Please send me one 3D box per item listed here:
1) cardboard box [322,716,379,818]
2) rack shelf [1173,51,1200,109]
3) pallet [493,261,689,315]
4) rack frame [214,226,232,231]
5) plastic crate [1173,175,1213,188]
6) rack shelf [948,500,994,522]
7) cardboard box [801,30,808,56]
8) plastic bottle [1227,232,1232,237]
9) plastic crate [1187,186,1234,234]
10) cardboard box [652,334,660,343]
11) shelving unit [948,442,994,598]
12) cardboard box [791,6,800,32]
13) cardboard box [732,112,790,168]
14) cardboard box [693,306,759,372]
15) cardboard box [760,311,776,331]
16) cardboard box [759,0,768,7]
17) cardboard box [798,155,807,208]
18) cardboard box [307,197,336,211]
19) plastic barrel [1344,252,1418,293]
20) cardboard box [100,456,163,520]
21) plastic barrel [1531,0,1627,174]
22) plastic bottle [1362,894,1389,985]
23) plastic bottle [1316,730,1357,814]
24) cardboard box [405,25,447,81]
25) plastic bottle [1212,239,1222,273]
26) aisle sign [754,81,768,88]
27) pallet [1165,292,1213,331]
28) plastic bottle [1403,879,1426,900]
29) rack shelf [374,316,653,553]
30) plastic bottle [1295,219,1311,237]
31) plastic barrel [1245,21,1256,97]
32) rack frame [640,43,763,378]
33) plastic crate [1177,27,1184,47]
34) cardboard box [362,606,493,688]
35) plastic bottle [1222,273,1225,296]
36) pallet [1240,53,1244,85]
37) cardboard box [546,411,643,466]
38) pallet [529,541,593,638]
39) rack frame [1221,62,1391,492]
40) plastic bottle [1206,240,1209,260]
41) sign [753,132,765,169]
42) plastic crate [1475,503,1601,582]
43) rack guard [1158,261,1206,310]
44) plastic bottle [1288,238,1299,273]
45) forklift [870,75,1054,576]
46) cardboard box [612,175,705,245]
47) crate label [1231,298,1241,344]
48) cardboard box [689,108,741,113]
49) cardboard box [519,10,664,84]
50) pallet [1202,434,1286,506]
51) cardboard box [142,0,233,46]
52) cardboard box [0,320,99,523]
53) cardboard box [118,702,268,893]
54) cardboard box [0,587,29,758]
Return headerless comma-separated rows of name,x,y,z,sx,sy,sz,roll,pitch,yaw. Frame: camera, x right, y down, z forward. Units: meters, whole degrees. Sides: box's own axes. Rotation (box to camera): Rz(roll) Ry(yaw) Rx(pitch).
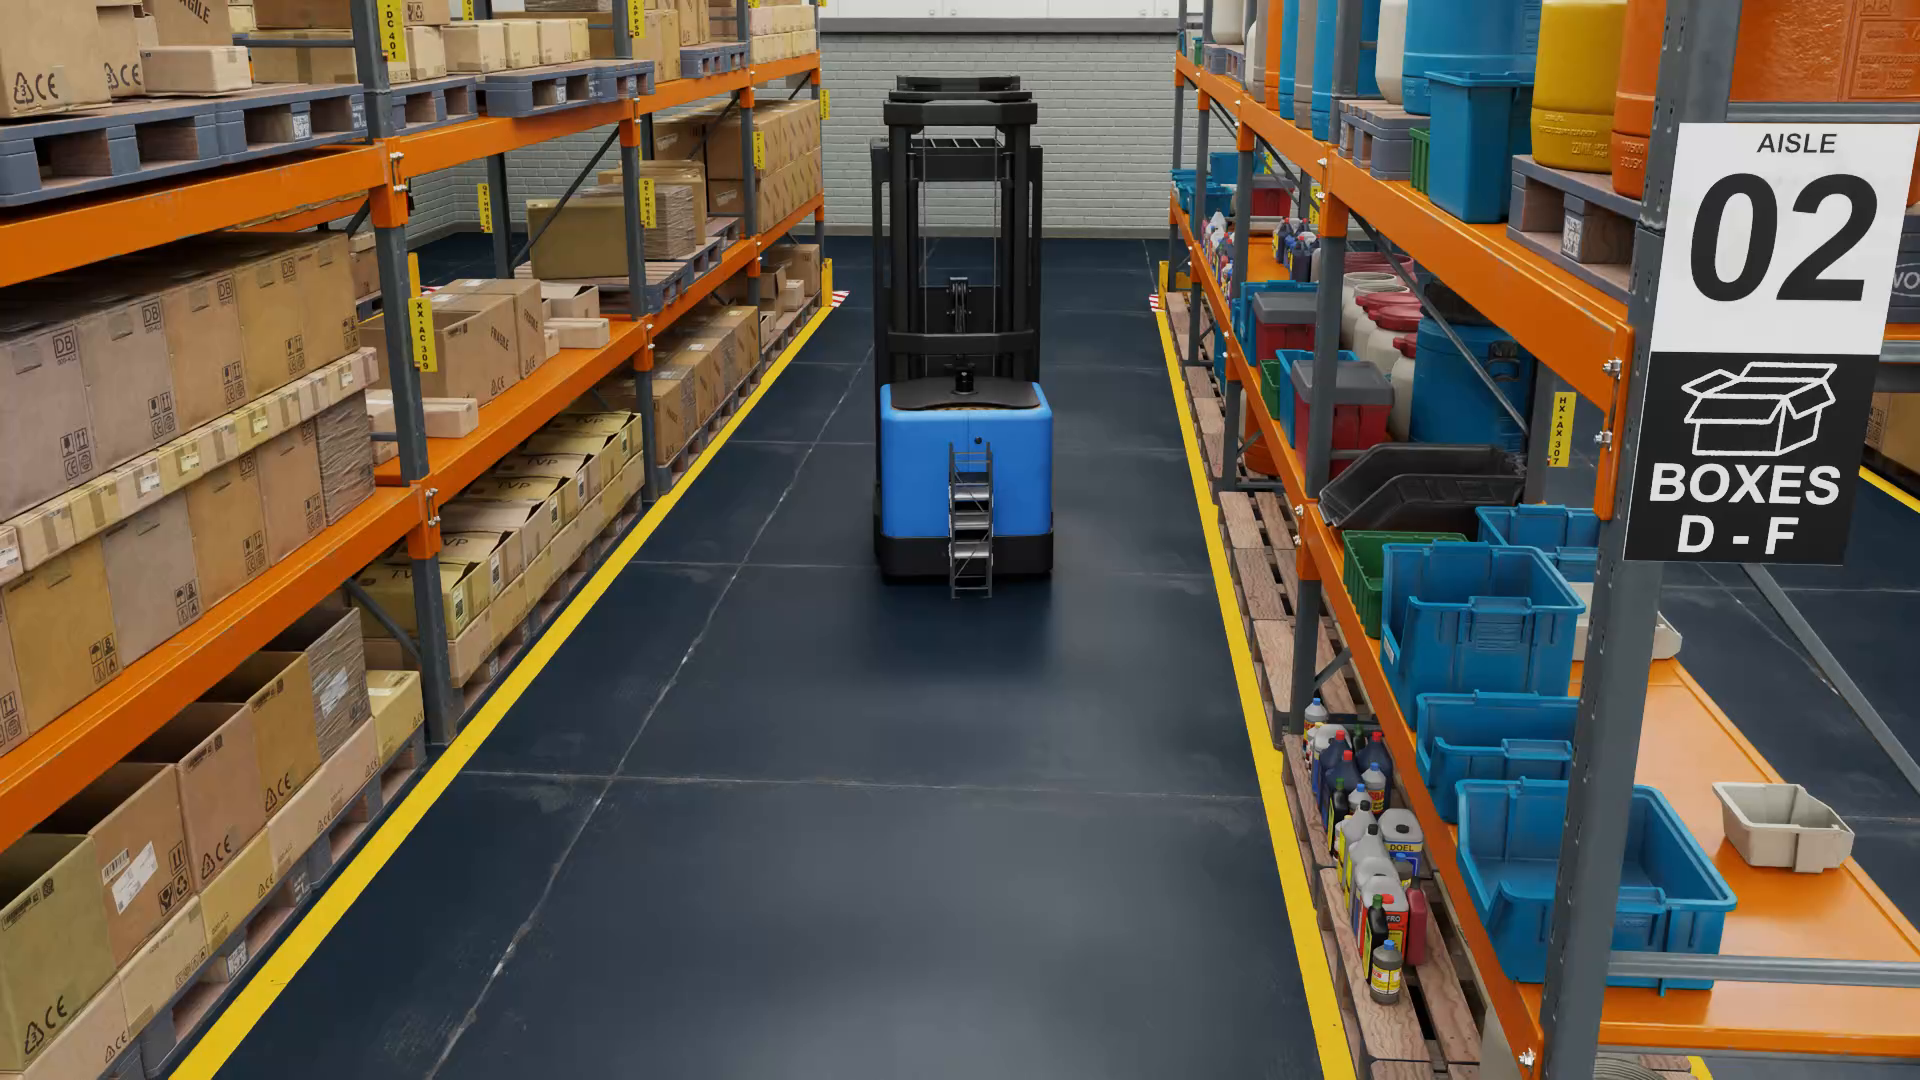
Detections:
cardboard box,-2.788,0.944,6.965,0.500,0.250,0.500,1,18,4
rack shelf,2.730,-4.544,16.313,1.077,0.370,4.000,1,18,4
pallet,-2.662,-1.830,11.999,1.213,0.211,1.003,1,18,4
rack frame,-7.295,-3.061,15.447,1.000,3.000,0.127,1,18,4
plastic crate,2.480,-3.757,17.744,0.416,0.233,0.300,1,18,4
rack shelf,0.063,-0.170,9.813,0.258,0.077,0.200,-1,18,-3
cardboard box,-1.888,-5.227,17.483,0.500,0.250,0.500,1,18,4
plastic bottle,2.273,-2.499,14.052,0.097,0.201,0.097,0,18,0
plastic crate,2.280,-3.013,15.231,0.392,0.384,0.575,1,18,4
cardboard box,-2.739,-1.718,13.452,0.500,0.250,0.500,1,18,3
shelving unit,0.063,-0.116,9.831,0.258,0.900,0.210,-1,18,-3
cardboard box,-1.925,-5.310,16.931,0.500,0.250,0.500,1,18,4
cardboard box,-1.966,-3.934,16.345,0.500,0.500,0.500,1,18,2
cardboard box,-2.103,-1.813,14.946,0.500,0.500,0.500,1,18,4
cardboard box,-2.056,-2.208,16.689,0.380,0.166,0.250,1,18,4
cardboard box,-2.180,-5.203,15.402,0.700,0.500,0.500,1,18,4
cardboard box,-1.903,-3.780,17.481,0.500,0.500,0.500,1,18,4
cardboard box,-7.140,-3.824,17.295,0.980,0.700,0.700,0,18,1
plastic barrel,2.569,-1.511,10.499,0.600,0.536,0.708,1,18,4
cardboard box,-2.860,-0.175,5.436,0.380,0.149,0.250,1,18,4
plastic barrel,1.681,-1.184,3.925,0.600,0.588,0.600,0,18,0
plastic bottle,1.411,1.352,5.635,0.061,0.283,0.133,2,18,5
plastic bottle,1.541,0.936,6.796,0.144,0.351,0.185,2,18,5
cardboard box,-2.837,-2.382,8.125,0.500,0.250,0.500,0,18,-1
plastic bottle,2.055,-2.248,13.174,0.097,0.271,0.097,0,18,0
aisle sign,-2.355,-5.457,18.584,0.394,0.787,0.004,1,18,4
pallet,2.775,-2.502,18.218,1.003,0.211,1.213,1,18,4
plastic bottle,1.602,1.304,5.913,0.097,0.201,0.097,0,18,0
rack shelf,-2.784,-0.746,9.538,1.077,0.370,4.000,1,18,4
plastic bottle,2.834,-2.466,13.711,0.144,0.351,0.185,1,18,4
plastic barrel,1.972,-2.986,10.223,0.421,0.512,0.421,0,18,0
rack frame,-2.354,-2.951,15.113,1.000,3.000,0.127,1,18,4
plastic crate,2.568,-5.332,17.771,0.497,0.269,0.590,1,18,4
cardboard box,-2.651,0.521,8.258,0.500,0.250,0.500,1,18,3
plastic bottle,1.981,-1.896,12.212,0.097,0.201,0.097,0,18,0
pallet,2.452,-3.168,11.261,1.003,0.211,1.213,1,18,4
cardboard box,-2.432,-0.700,11.084,0.500,0.311,0.500,2,18,5
pallet,-2.829,0.249,9.825,1.003,0.211,1.213,1,18,4
rack frame,2.300,-1.597,10.981,1.000,3.000,0.127,1,18,4
plastic bottle,2.105,-2.431,13.843,0.097,0.201,0.097,0,18,0
sign,-1.800,-3.490,14.898,0.100,0.325,0.005,1,18,4
plastic crate,2.205,0.065,6.145,0.499,0.251,0.616,1,18,4
rack guard,2.862,-2.902,18.976,1.175,0.500,0.348,1,18,4
plastic bottle,2.666,-2.262,13.216,0.097,0.271,0.097,0,18,0
forklift,-0.034,-1.587,11.060,1.130,2.935,3.031,-1,18,-3
cardboard box,-2.419,-2.648,13.353,0.700,0.500,0.500,-3,18,-10
crate label,1.896,-1.395,10.633,0.303,0.233,0.416,1,18,4
cardboard box,-2.468,-4.109,16.879,0.500,0.500,0.500,1,18,3
cardboard box,-2.606,-3.477,11.738,0.910,0.500,0.500,1,18,4
pallet,2.315,-0.518,12.165,1.003,0.211,1.213,1,18,4
cardboard box,-3.226,-2.055,6.501,0.500,0.500,0.500,3,18,8
cardboard box,-3.096,-0.370,4.990,0.700,0.500,0.500,1,18,4
cardboard box,-2.844,0.899,5.900,0.500,0.500,0.500,1,18,4
cardboard box,-3.135,0.420,4.663,0.700,0.500,0.500,2,18,5
